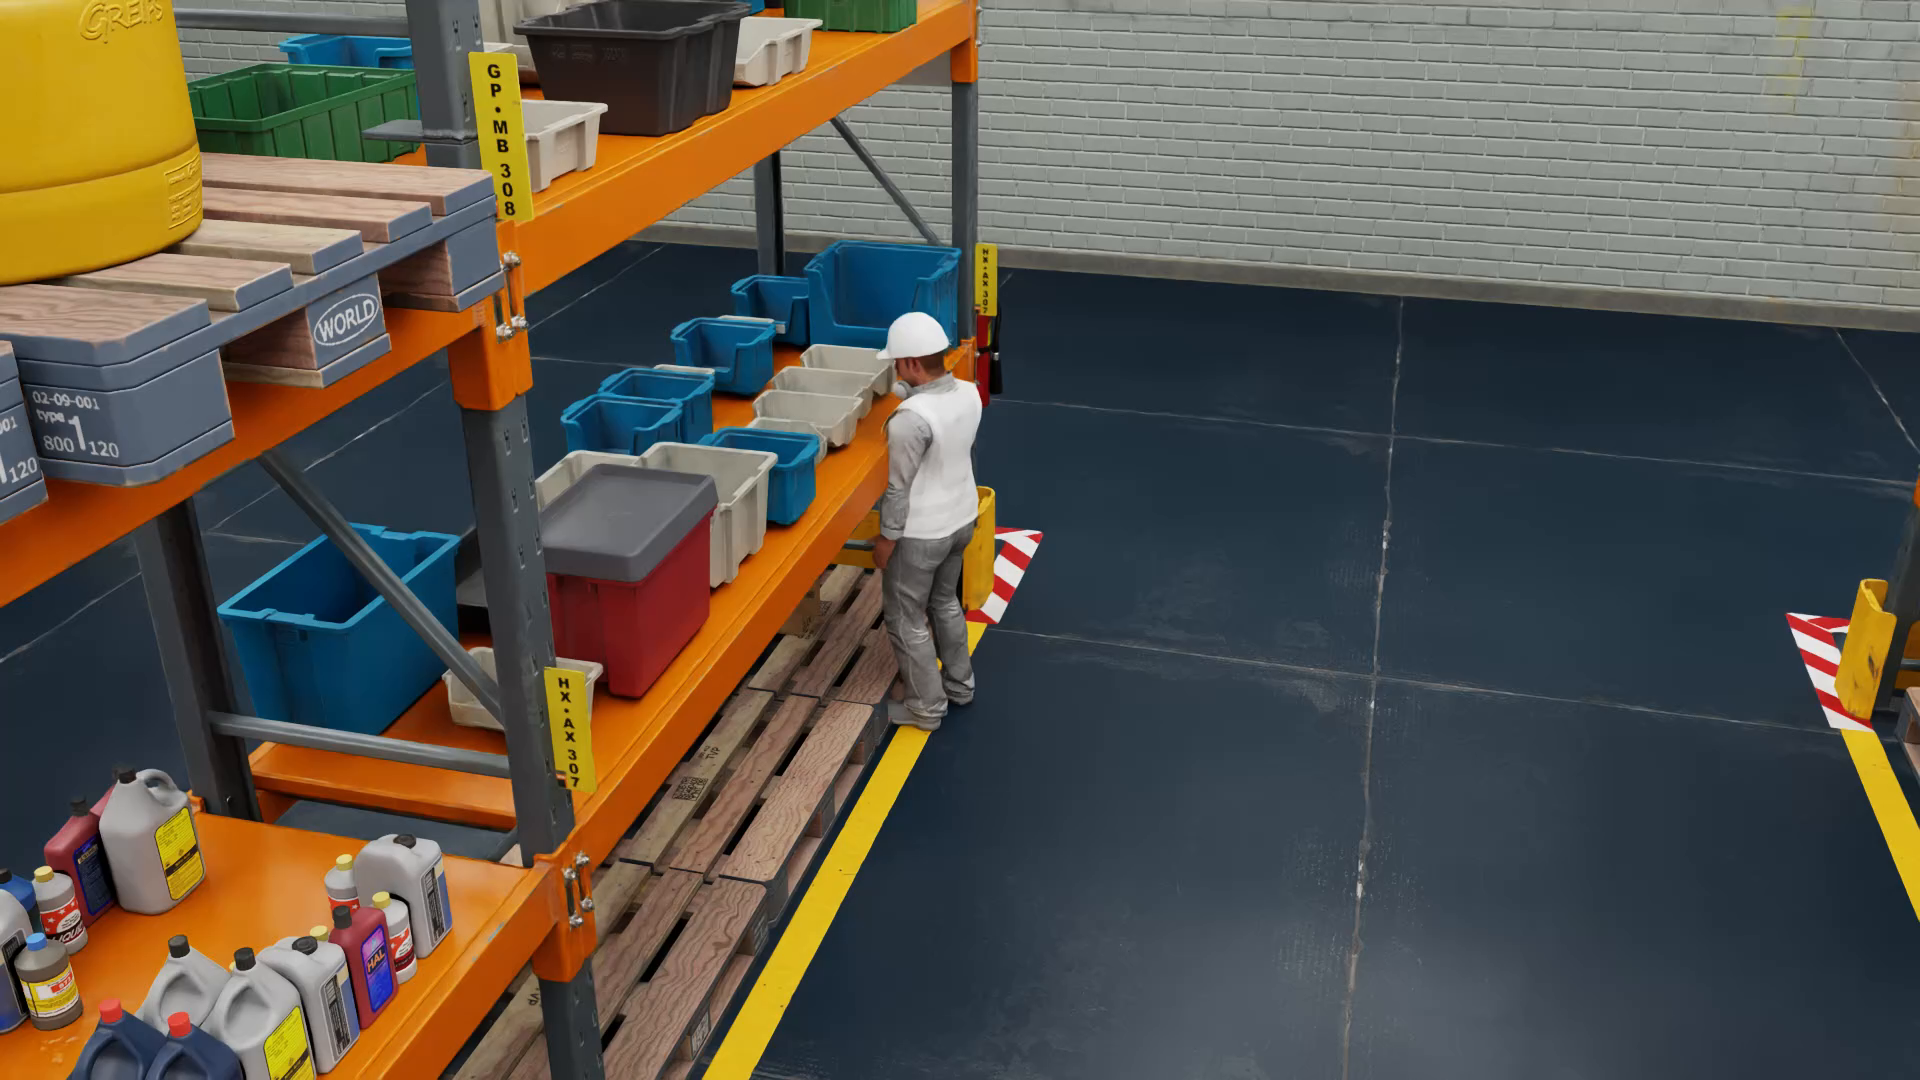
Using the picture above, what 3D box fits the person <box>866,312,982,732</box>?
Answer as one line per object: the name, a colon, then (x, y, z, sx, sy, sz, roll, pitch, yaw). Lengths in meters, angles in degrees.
person: (-0.147, -0.066, 6.735, 0.364, 1.763, 0.535, 15, 29, 29)
